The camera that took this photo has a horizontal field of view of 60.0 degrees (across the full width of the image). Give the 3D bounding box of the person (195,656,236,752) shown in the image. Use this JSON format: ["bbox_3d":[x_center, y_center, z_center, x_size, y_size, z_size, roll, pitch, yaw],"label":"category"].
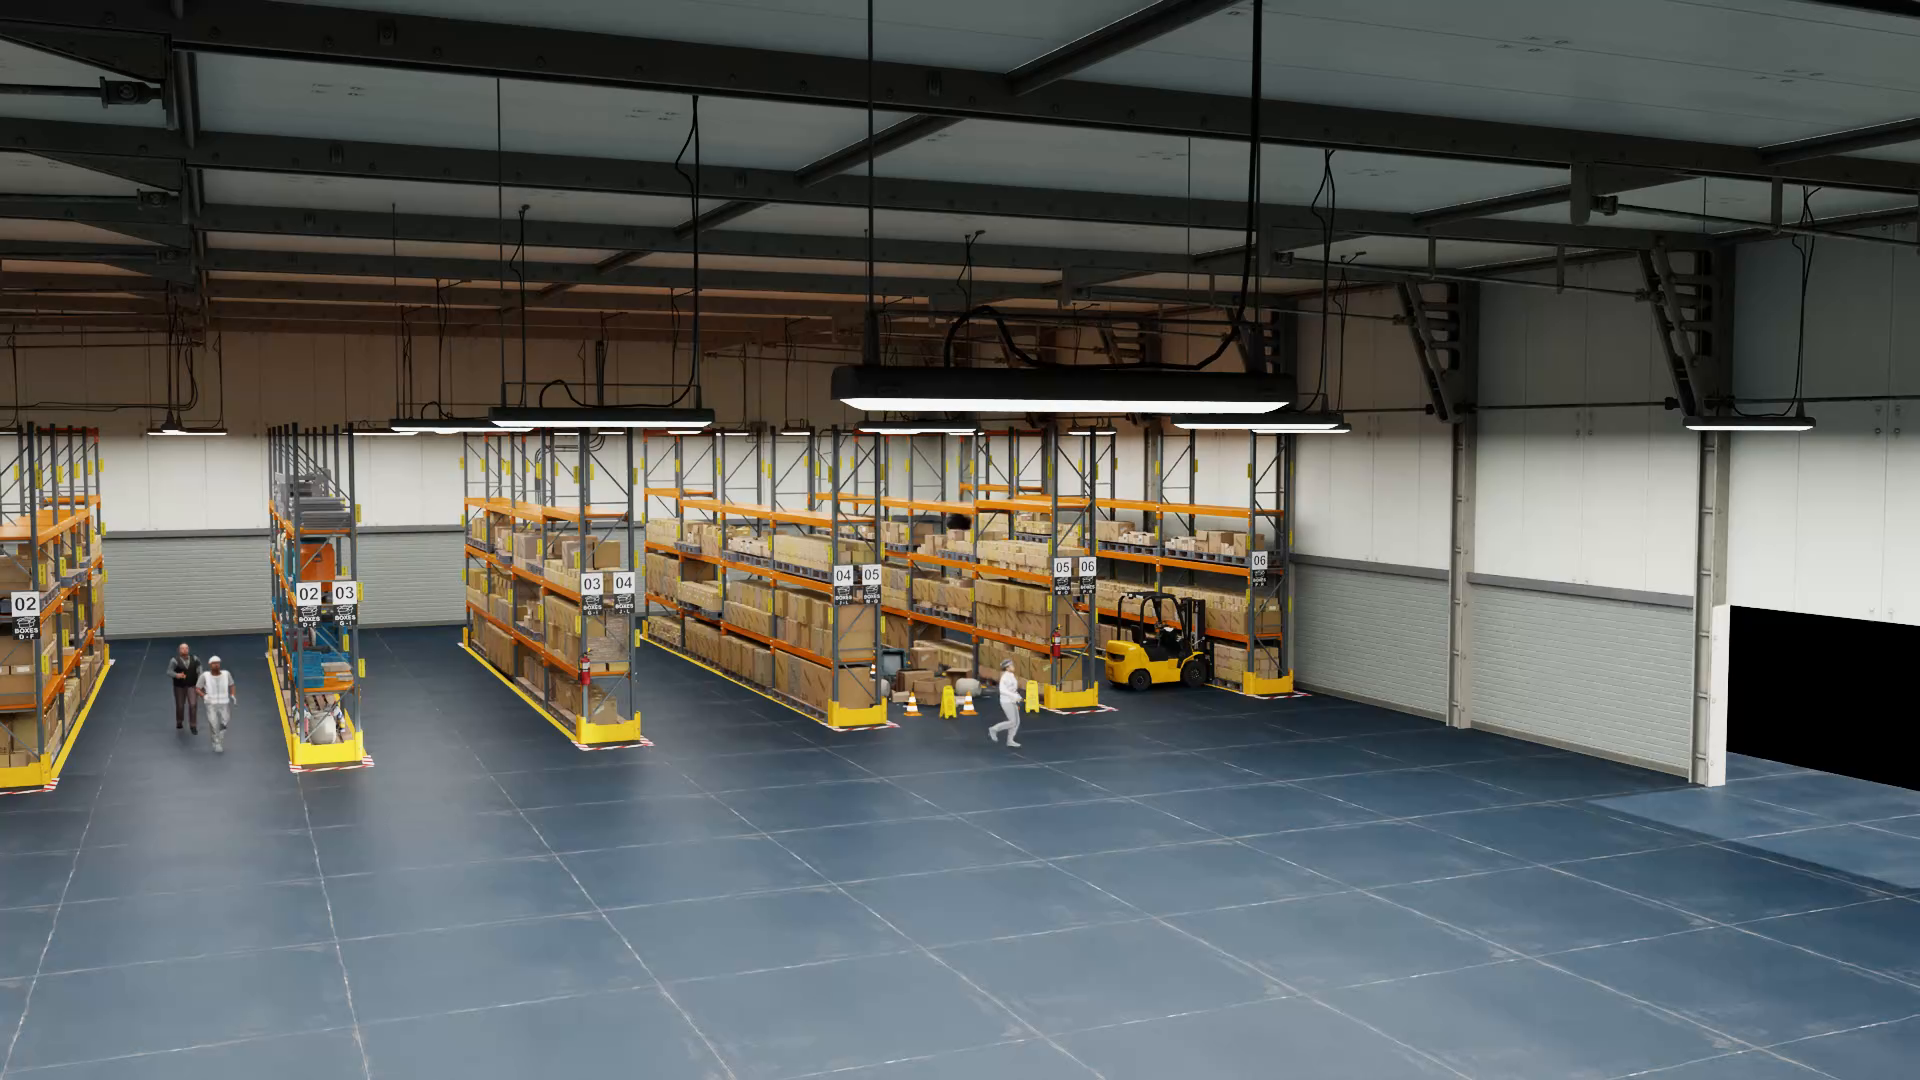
[{"bbox_3d":[-13.651,2.997,30.506,0.685,1.739,0.605,-2,4,-35],"label":"person"}]

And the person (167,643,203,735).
[{"bbox_3d":[-15.050,2.942,32.323,0.673,1.726,0.760,-2,4,-34],"label":"person"}]

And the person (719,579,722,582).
[{"bbox_3d":[-6.940,1.891,48.288,0.752,1.773,0.917,-2,4,-34],"label":"person"}]

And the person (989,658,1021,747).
[{"bbox_3d":[0.862,3.009,30.882,0.620,1.651,0.616,1,4,14],"label":"person"}]

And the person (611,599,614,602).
[{"bbox_3d":[-9.054,2.114,44.508,0.711,1.664,0.659,-1,4,-22],"label":"person"}]
